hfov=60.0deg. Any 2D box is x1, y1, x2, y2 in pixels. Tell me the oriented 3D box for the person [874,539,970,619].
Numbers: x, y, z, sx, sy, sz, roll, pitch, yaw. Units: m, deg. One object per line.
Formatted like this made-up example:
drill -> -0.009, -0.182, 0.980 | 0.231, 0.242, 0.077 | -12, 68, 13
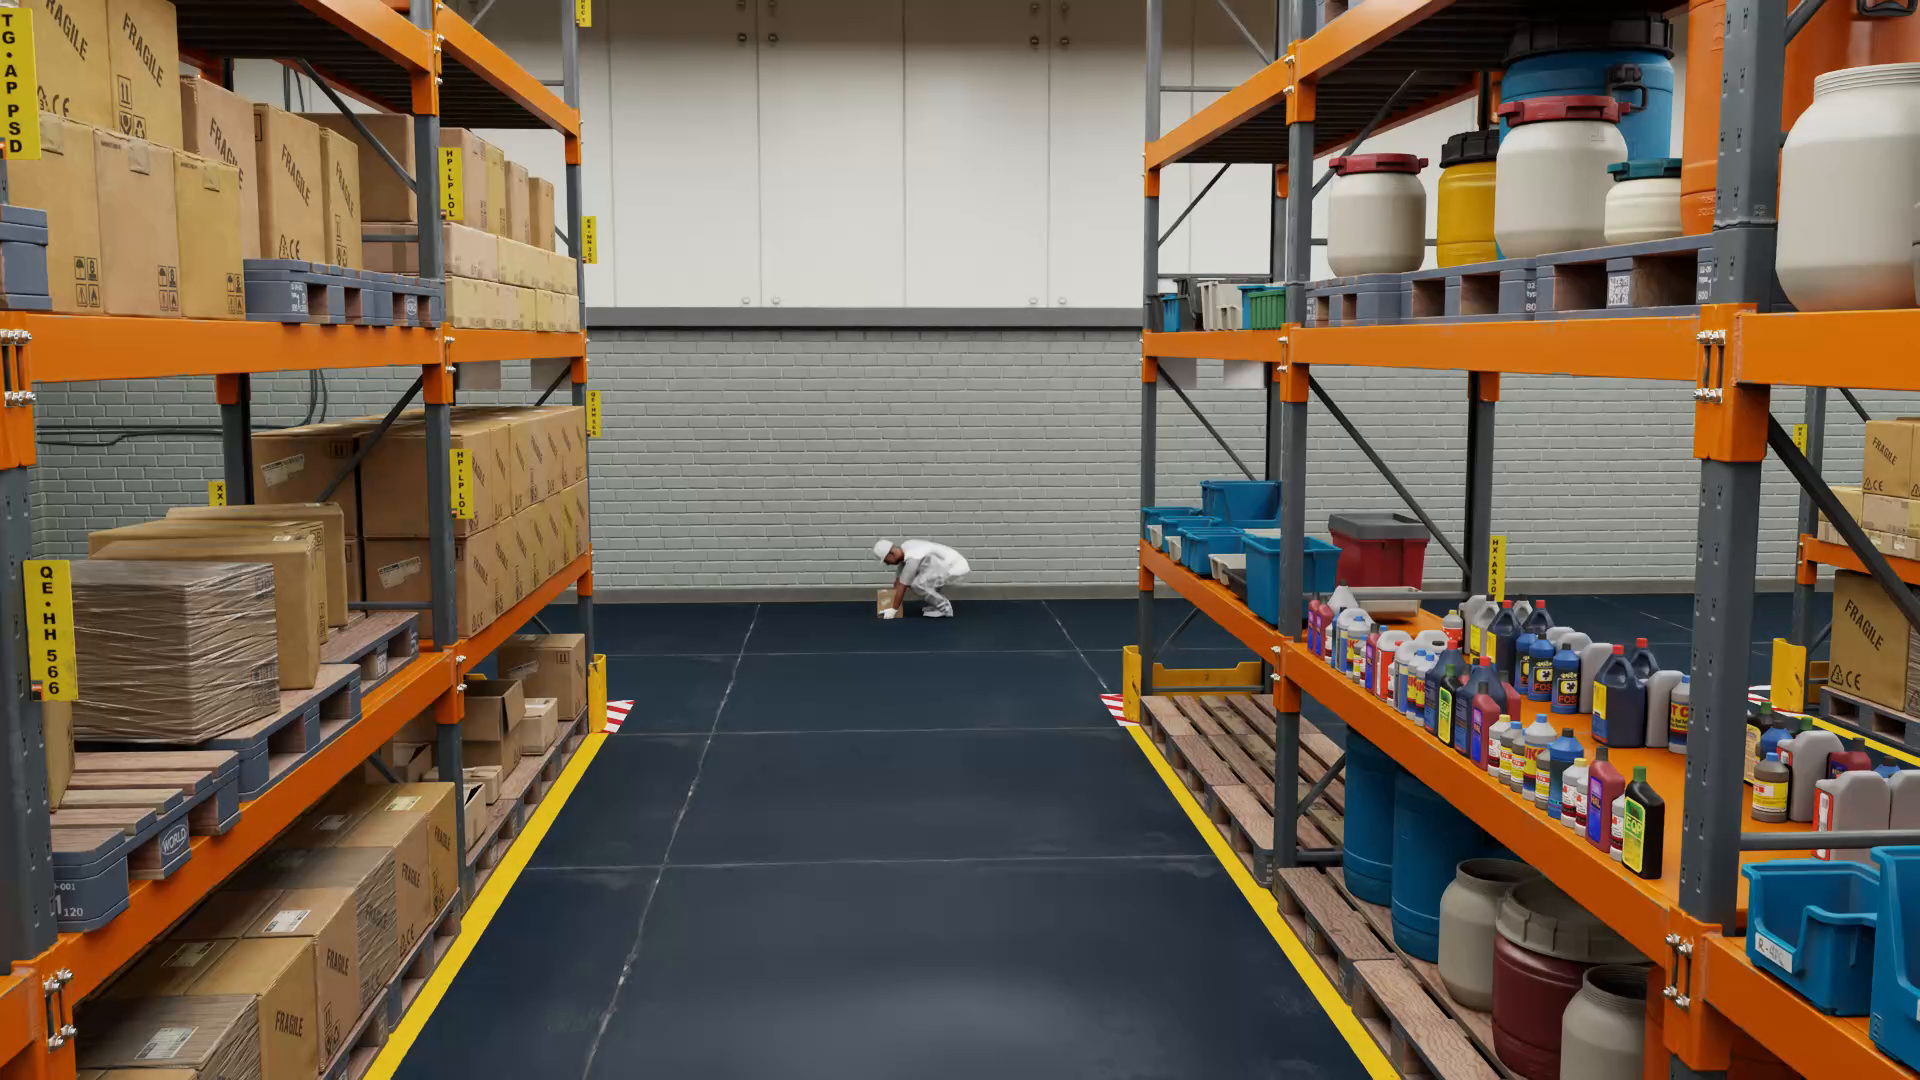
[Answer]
person -> -0.386, 0.406, 16.732 | 0.962, 0.833, 0.564 | -1, 7, -5
